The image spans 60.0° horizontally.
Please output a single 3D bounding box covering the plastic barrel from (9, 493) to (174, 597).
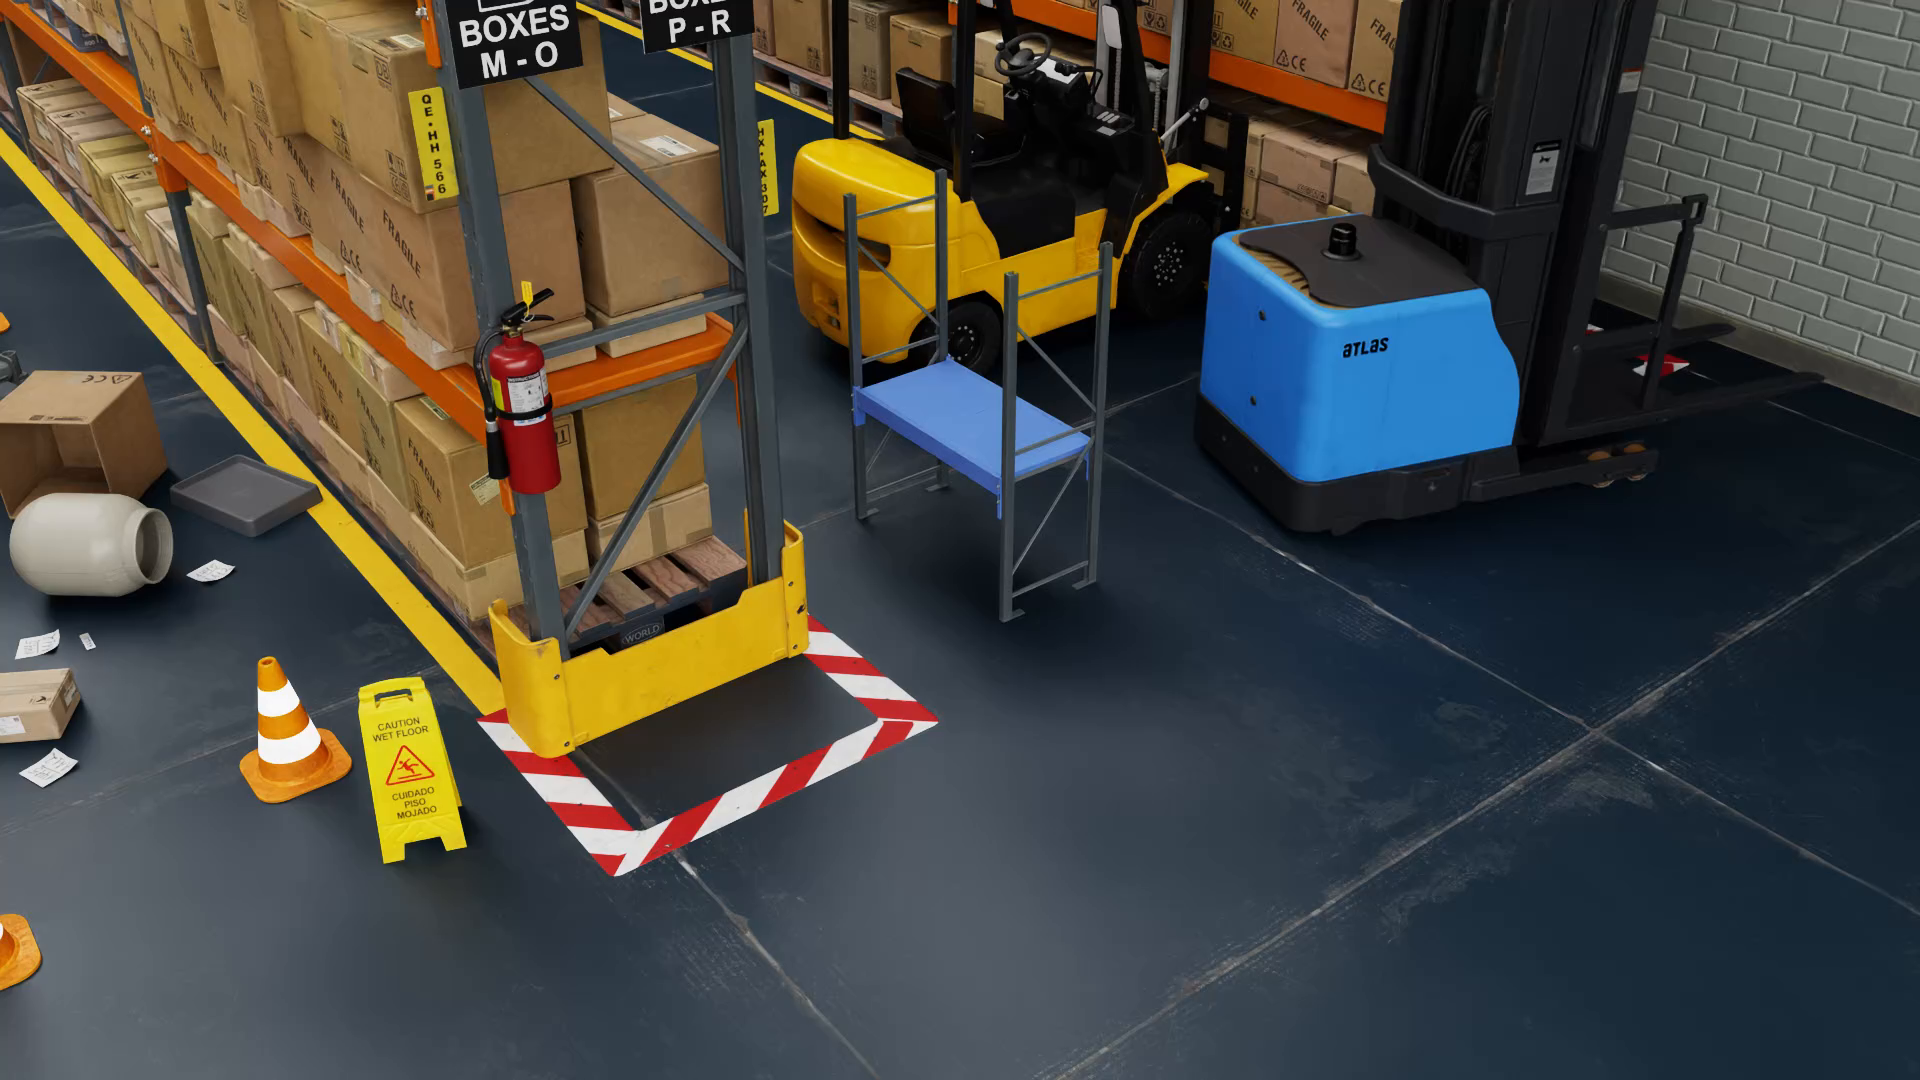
[{"bbox_3d":[-3.553,0.020,6.817,0.512,0.421,0.421,1,32,2],"label":"plastic barrel"}]

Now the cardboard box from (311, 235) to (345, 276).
[{"bbox_3d":[-2.329,-1.194,6.567,0.380,0.149,0.250,-23,38,-32],"label":"cardboard box"}]

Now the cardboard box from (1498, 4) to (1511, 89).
[{"bbox_3d":[2.744,-2.650,8.578,0.500,0.500,0.500,-21,37,-30],"label":"cardboard box"}]

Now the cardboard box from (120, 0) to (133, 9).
[{"bbox_3d":[-3.445,-2.710,7.447,0.700,0.500,0.500,-23,38,-32],"label":"cardboard box"}]

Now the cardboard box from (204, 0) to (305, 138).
[{"bbox_3d":[-2.275,-1.832,6.032,0.700,0.500,0.500,-23,38,-32],"label":"cardboard box"}]

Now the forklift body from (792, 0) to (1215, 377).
[{"bbox_3d":[0.224,-2.150,8.674,2.313,2.155,1.214,-22,38,-31],"label":"forklift body"}]

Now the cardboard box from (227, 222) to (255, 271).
[{"bbox_3d":[-3.049,-1.357,7.474,0.380,0.149,0.250,-21,37,-30],"label":"cardboard box"}]

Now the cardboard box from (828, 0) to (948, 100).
[{"bbox_3d":[-0.424,-3.687,12.196,0.875,0.625,0.625,-23,38,-32],"label":"cardboard box"}]

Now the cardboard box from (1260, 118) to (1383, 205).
[{"bbox_3d":[1.981,-2.048,8.965,0.500,0.250,0.500,-22,38,-31],"label":"cardboard box"}]

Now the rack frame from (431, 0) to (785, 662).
[{"bbox_3d":[-1.091,-0.703,5.539,1.000,3.000,0.127,-22,38,-31],"label":"rack frame"}]

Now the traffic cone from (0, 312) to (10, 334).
[{"bbox_3d":[-5.410,-1.357,8.996,0.336,0.463,0.334,-22,38,-31],"label":"traffic cone"}]

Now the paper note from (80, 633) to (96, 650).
[{"bbox_3d":[-3.460,0.402,6.594,0.032,0.001,0.123,-22,38,-31],"label":"paper note"}]

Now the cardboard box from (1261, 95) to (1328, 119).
[{"bbox_3d":[2.075,-2.426,9.574,0.500,0.250,0.500,-23,38,-32],"label":"cardboard box"}]

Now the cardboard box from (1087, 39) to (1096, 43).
[{"bbox_3d":[1.152,-3.064,10.601,0.500,0.250,0.500,-23,38,-32],"label":"cardboard box"}]

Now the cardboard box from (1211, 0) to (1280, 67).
[{"bbox_3d":[1.693,-2.906,8.991,0.500,0.500,0.500,-23,39,-32],"label":"cardboard box"}]

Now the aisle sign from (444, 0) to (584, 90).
[{"bbox_3d":[-1.282,-1.688,4.661,0.394,0.787,0.004,-22,38,-31],"label":"aisle sign"}]

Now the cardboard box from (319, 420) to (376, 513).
[{"bbox_3d":[-2.436,-0.398,7.256,0.500,0.250,0.500,-24,39,-33],"label":"cardboard box"}]

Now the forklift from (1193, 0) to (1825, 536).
[{"bbox_3d":[2.682,-1.735,7.265,3.031,2.935,1.130,-11,33,-17],"label":"forklift"}]

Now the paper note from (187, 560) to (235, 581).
[{"bbox_3d":[-3.159,0.129,7.014,0.148,0.019,0.142,18,36,27],"label":"paper note"}]

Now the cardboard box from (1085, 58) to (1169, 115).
[{"bbox_3d":[1.044,-2.690,9.998,0.500,0.250,0.500,-21,37,-30],"label":"cardboard box"}]

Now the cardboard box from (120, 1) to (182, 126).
[{"bbox_3d":[-3.494,-2.266,7.678,0.500,0.500,0.500,-22,38,-32],"label":"cardboard box"}]

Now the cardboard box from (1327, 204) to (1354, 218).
[{"bbox_3d":[2.283,-1.635,8.774,0.500,0.250,0.500,-23,38,-32],"label":"cardboard box"}]

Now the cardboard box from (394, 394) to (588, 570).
[{"bbox_3d":[-1.788,-0.282,6.358,0.500,0.500,0.500,-22,38,-31],"label":"cardboard box"}]

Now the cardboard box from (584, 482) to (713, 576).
[{"bbox_3d":[-1.367,-0.139,6.839,0.500,0.250,0.500,-23,38,-32],"label":"cardboard box"}]

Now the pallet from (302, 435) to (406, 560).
[{"bbox_3d":[-2.351,-0.409,7.708,1.003,0.211,1.213,-22,38,-31],"label":"pallet"}]

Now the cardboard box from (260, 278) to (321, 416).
[{"bbox_3d":[-2.741,-0.930,7.402,0.500,0.500,0.500,-20,37,-29],"label":"cardboard box"}]

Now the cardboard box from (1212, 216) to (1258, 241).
[{"bbox_3d":[1.693,-1.837,9.572,0.500,0.250,0.500,-22,38,-31],"label":"cardboard box"}]

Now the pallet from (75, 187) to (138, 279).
[{"bbox_3d":[-4.774,-2.019,10.300,1.003,0.211,1.213,-22,38,-31],"label":"pallet"}]

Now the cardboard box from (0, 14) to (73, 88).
[{"bbox_3d":[-6.354,-3.628,11.864,0.875,0.875,0.875,-23,38,-32],"label":"cardboard box"}]

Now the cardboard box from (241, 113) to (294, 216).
[{"bbox_3d":[-2.544,-1.646,6.681,0.500,0.500,0.500,-22,38,-31],"label":"cardboard box"}]

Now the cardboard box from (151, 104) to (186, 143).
[{"bbox_3d":[-3.604,-2.029,7.911,0.380,0.149,0.250,-22,38,-32],"label":"cardboard box"}]

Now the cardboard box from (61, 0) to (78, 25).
[{"bbox_3d":[-4.570,-2.884,8.890,0.380,0.149,0.250,-22,38,-31],"label":"cardboard box"}]

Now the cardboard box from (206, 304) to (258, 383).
[{"bbox_3d":[-3.395,-1.048,8.302,0.500,0.250,0.500,-24,39,-33],"label":"cardboard box"}]

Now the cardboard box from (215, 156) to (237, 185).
[{"bbox_3d":[-3.097,-1.725,7.422,0.380,0.149,0.250,-21,38,-30],"label":"cardboard box"}]

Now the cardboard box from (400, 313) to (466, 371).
[{"bbox_3d":[-1.732,-0.753,5.857,0.380,0.149,0.250,-23,38,-32],"label":"cardboard box"}]

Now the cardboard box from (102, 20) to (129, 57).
[{"bbox_3d":[-4.077,-2.567,8.380,0.380,0.149,0.250,-22,38,-31],"label":"cardboard box"}]

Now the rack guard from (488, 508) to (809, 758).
[{"bbox_3d":[-1.137,0.327,6.250,1.175,0.500,0.348,-22,38,-31],"label":"rack guard"}]

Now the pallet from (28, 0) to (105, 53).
[{"bbox_3d":[-4.750,-3.144,9.651,1.003,0.211,1.213,-22,38,-31],"label":"pallet"}]

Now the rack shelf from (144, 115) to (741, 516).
[{"bbox_3d":[-2.317,-1.231,7.071,1.077,0.370,4.000,-22,38,-31],"label":"rack shelf"}]

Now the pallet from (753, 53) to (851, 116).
[{"bbox_3d":[-0.860,-3.597,12.841,1.003,0.211,1.213,-22,38,-31],"label":"pallet"}]

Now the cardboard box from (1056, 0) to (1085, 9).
[{"bbox_3d":[0.773,-3.539,10.011,0.500,0.500,0.500,-22,38,-31],"label":"cardboard box"}]

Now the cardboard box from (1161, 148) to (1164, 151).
[{"bbox_3d":[1.346,-2.266,9.789,0.500,0.250,0.500,-22,38,-32],"label":"cardboard box"}]

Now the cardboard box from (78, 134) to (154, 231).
[{"bbox_3d":[-4.738,-2.238,10.103,0.950,0.372,0.625,-21,37,-30],"label":"cardboard box"}]

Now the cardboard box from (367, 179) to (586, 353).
[{"bbox_3d":[-1.641,-1.009,5.655,0.500,0.500,0.500,-23,39,-32],"label":"cardboard box"}]

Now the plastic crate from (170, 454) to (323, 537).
[{"bbox_3d":[-3.229,-0.211,7.513,0.583,0.080,0.402,18,36,27],"label":"plastic crate"}]

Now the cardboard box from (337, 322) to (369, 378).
[{"bbox_3d":[-2.218,-0.794,6.569,0.380,0.149,0.250,-22,38,-31],"label":"cardboard box"}]

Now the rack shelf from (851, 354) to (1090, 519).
[{"bbox_3d":[0.052,-0.449,6.892,0.538,0.185,1.000,-22,38,-31],"label":"rack shelf"}]

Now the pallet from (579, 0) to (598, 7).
[{"bbox_3d":[-3.250,-5.292,15.570,1.003,0.211,1.213,-22,38,-31],"label":"pallet"}]

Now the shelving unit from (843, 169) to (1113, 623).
[{"bbox_3d":[0.052,-0.602,6.797,0.538,1.500,1.048,-22,38,-31],"label":"shelving unit"}]

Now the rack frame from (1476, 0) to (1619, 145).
[{"bbox_3d":[2.828,-2.311,8.128,1.000,3.000,0.127,-22,38,-31],"label":"rack frame"}]
